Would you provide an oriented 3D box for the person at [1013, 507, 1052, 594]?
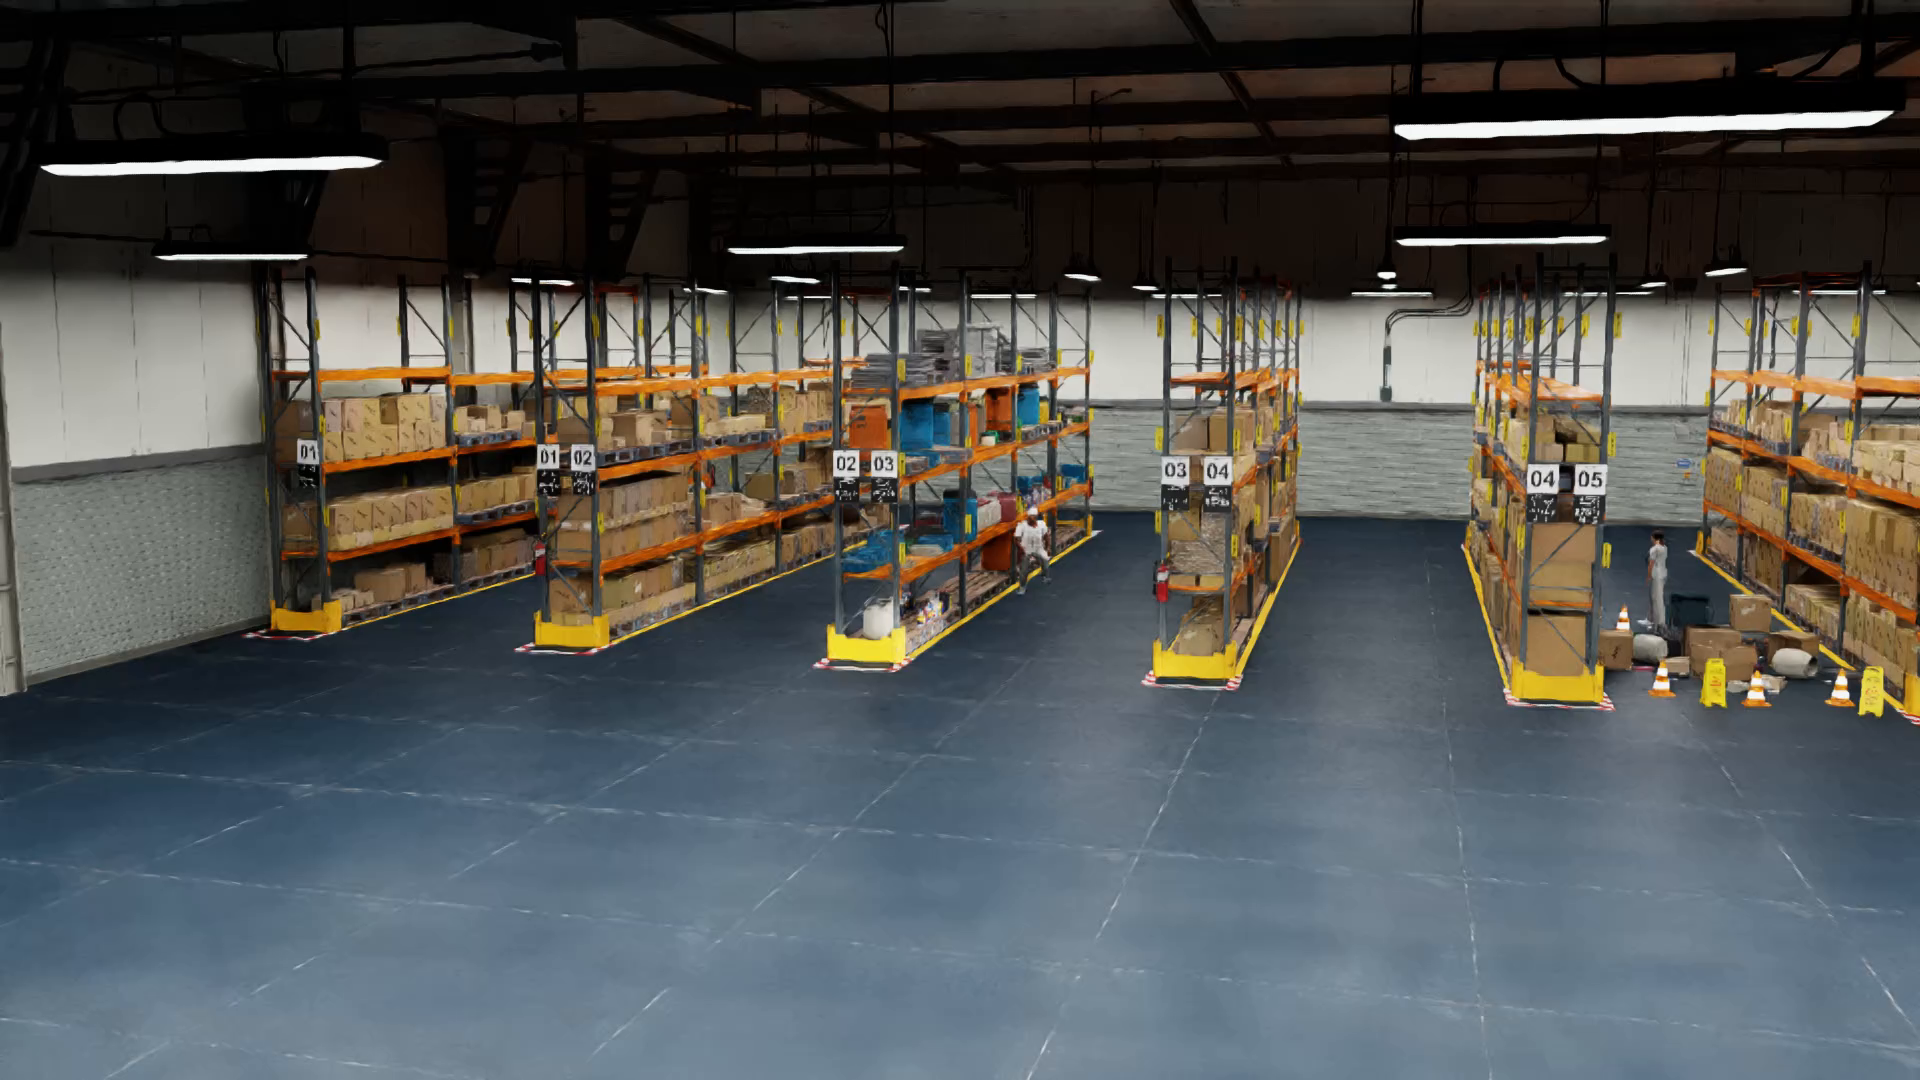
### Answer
[{"bbox_3d":[1.344,0.207,31.120,0.707,1.687,0.858,0,7,-2],"label":"person"}]

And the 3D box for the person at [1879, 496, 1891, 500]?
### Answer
[{"bbox_3d":[20.614,-0.489,36.886,0.538,1.664,0.566,-2,7,-13],"label":"person"}]

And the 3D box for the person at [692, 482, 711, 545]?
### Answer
[{"bbox_3d":[-5.595,-0.424,36.090,0.543,1.698,1.115,2,8,17],"label":"person"}]

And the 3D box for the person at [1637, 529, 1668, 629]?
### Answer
[{"bbox_3d":[11.624,0.632,27.843,0.562,1.668,0.569,-7,10,-44],"label":"person"}]
